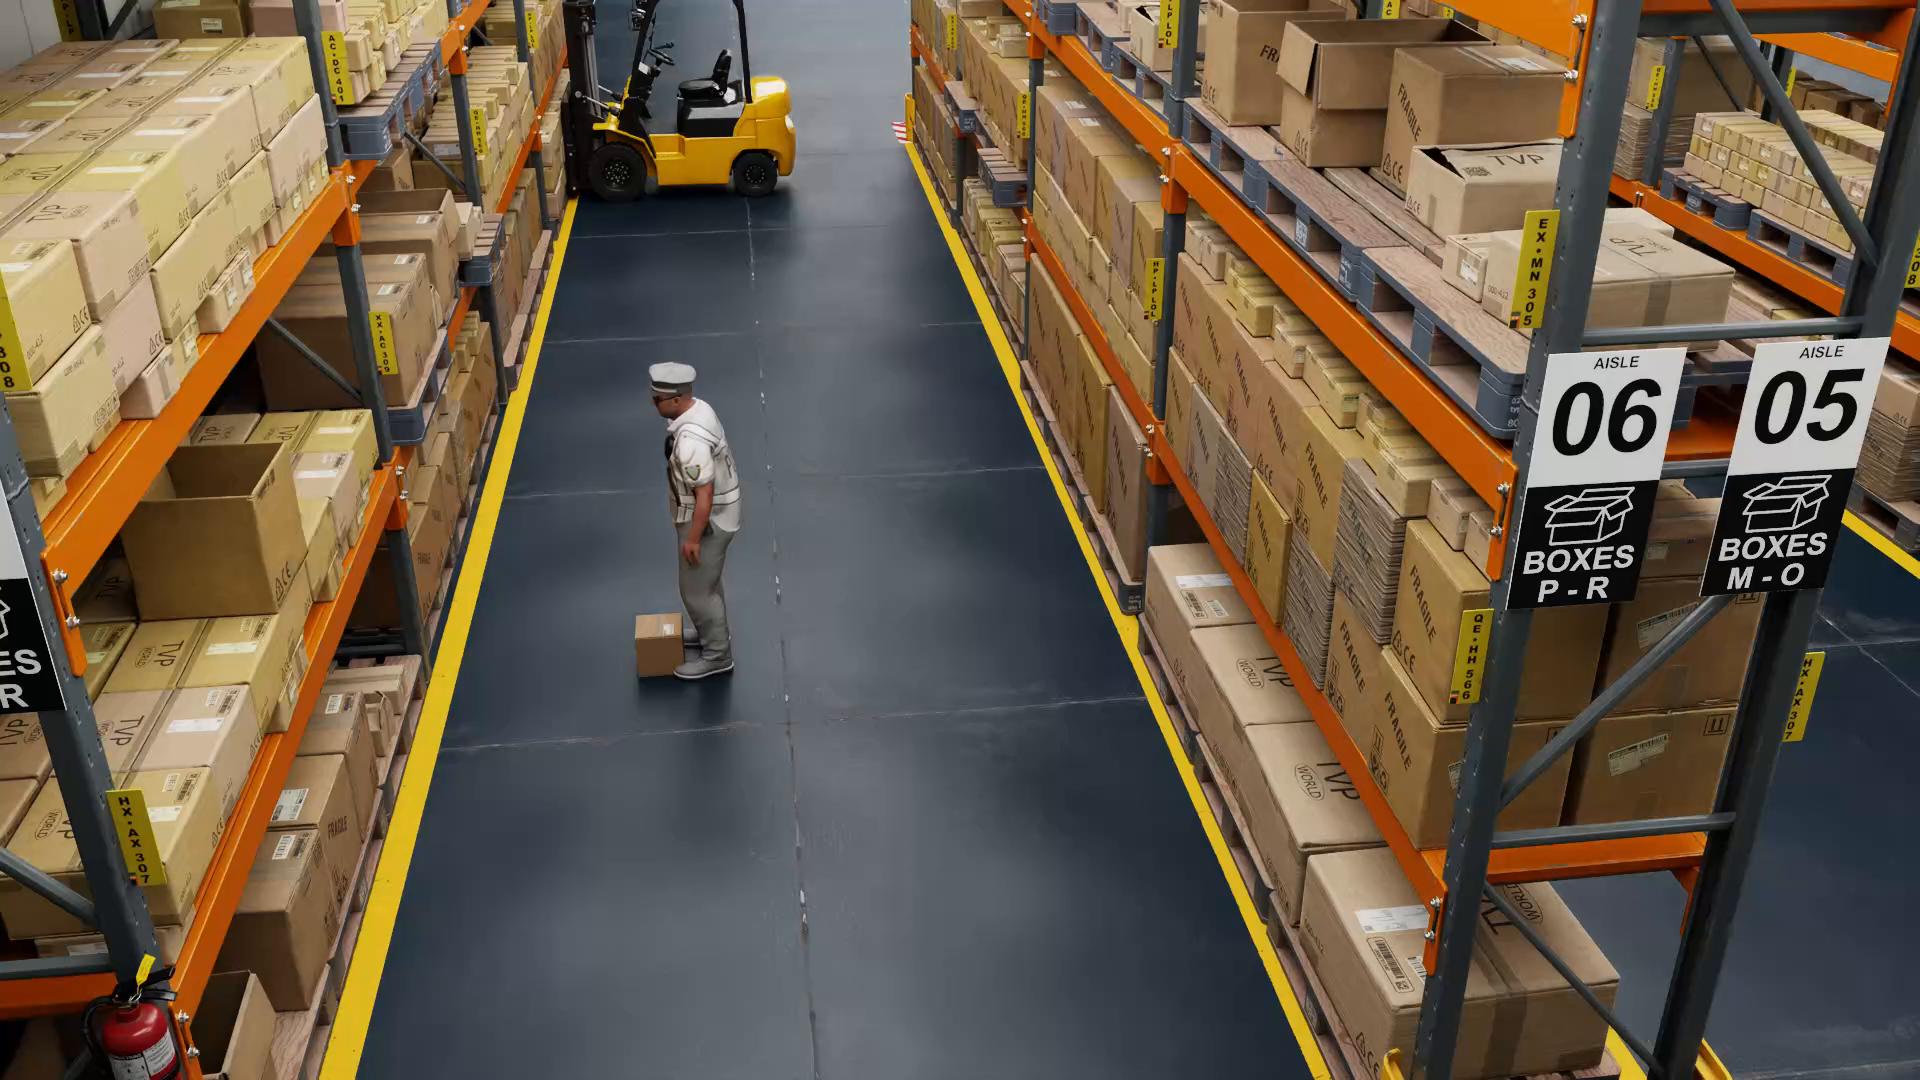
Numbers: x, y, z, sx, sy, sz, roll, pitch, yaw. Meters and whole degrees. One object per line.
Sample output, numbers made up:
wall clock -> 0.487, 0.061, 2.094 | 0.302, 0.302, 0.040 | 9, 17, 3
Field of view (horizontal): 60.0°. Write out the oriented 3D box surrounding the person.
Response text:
person -> -1.378, -0.112, 8.830 | 0.434, 1.748, 0.588 | -4, 27, -8
